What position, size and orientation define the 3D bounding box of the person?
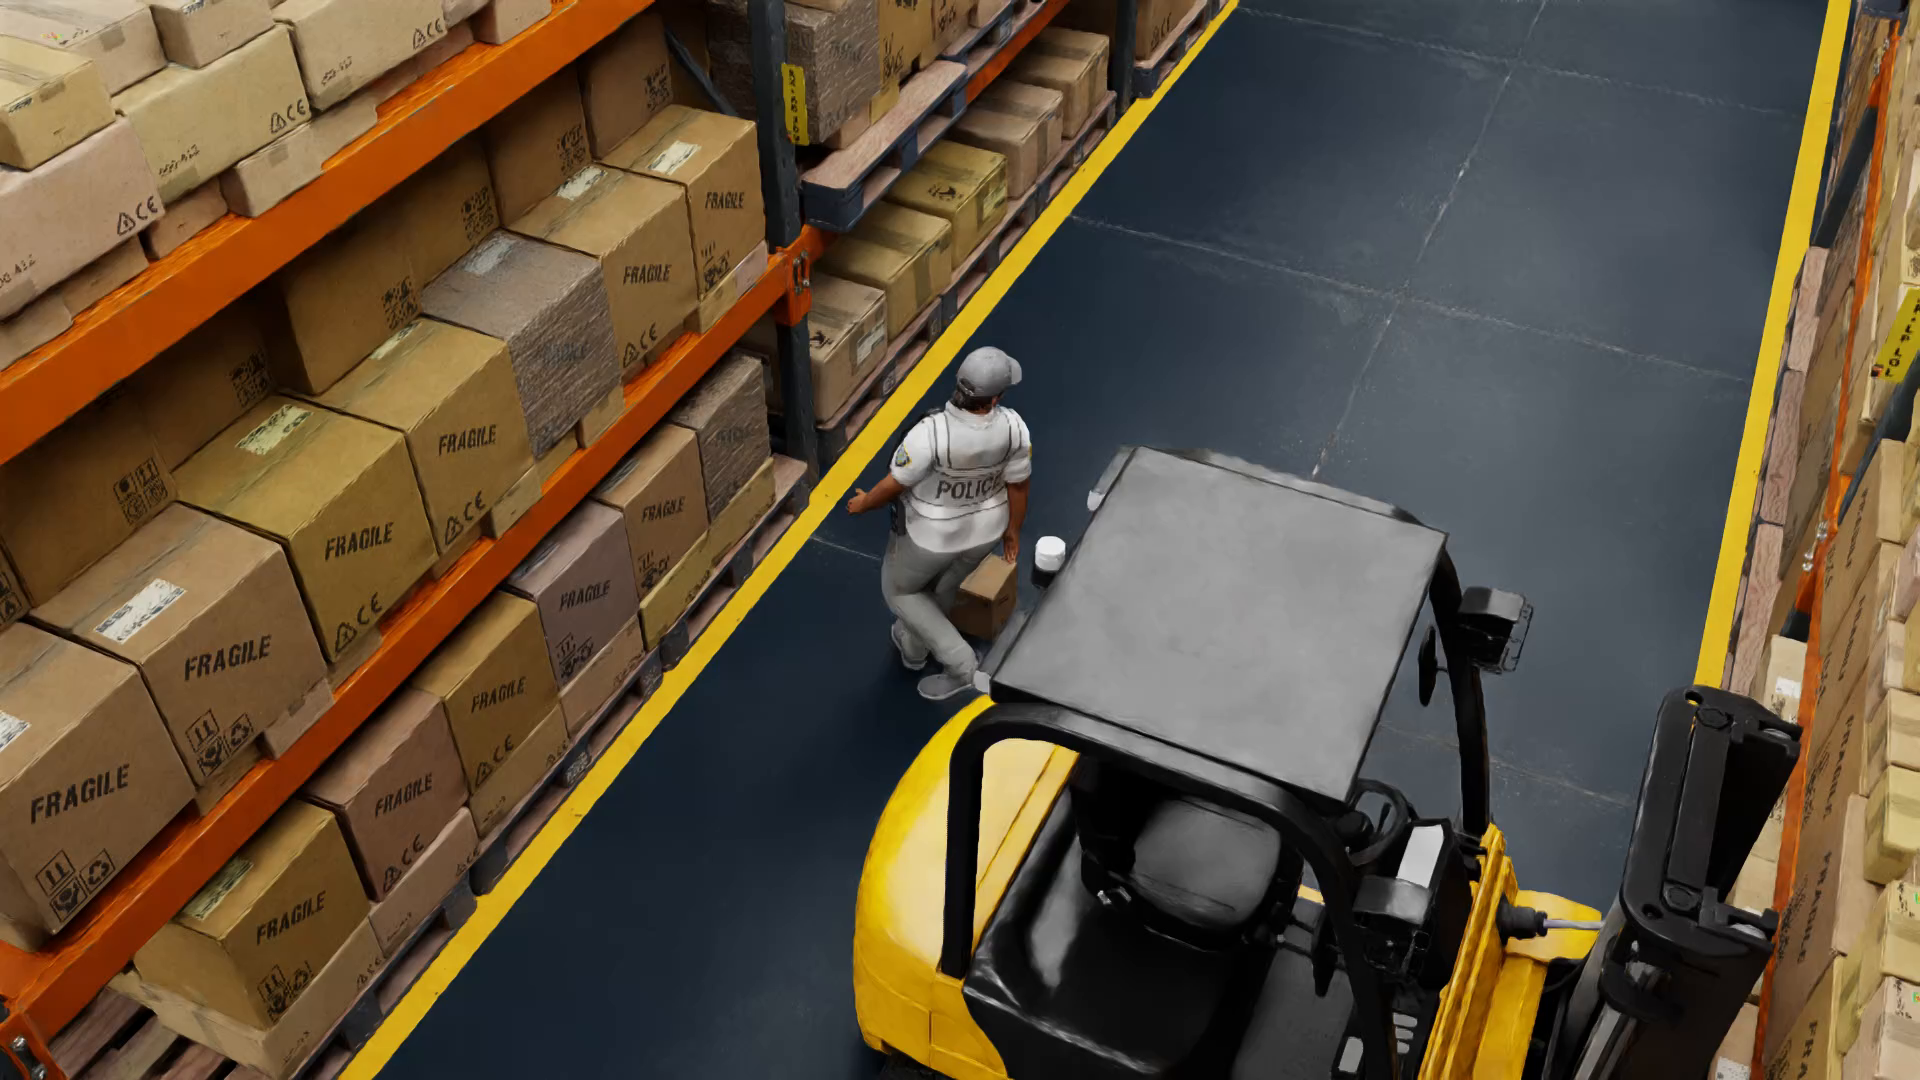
[{"bbox_3d":[-0.079,-0.072,6.271,0.567,1.641,0.633,-23,47,-23],"label":"person"}]
